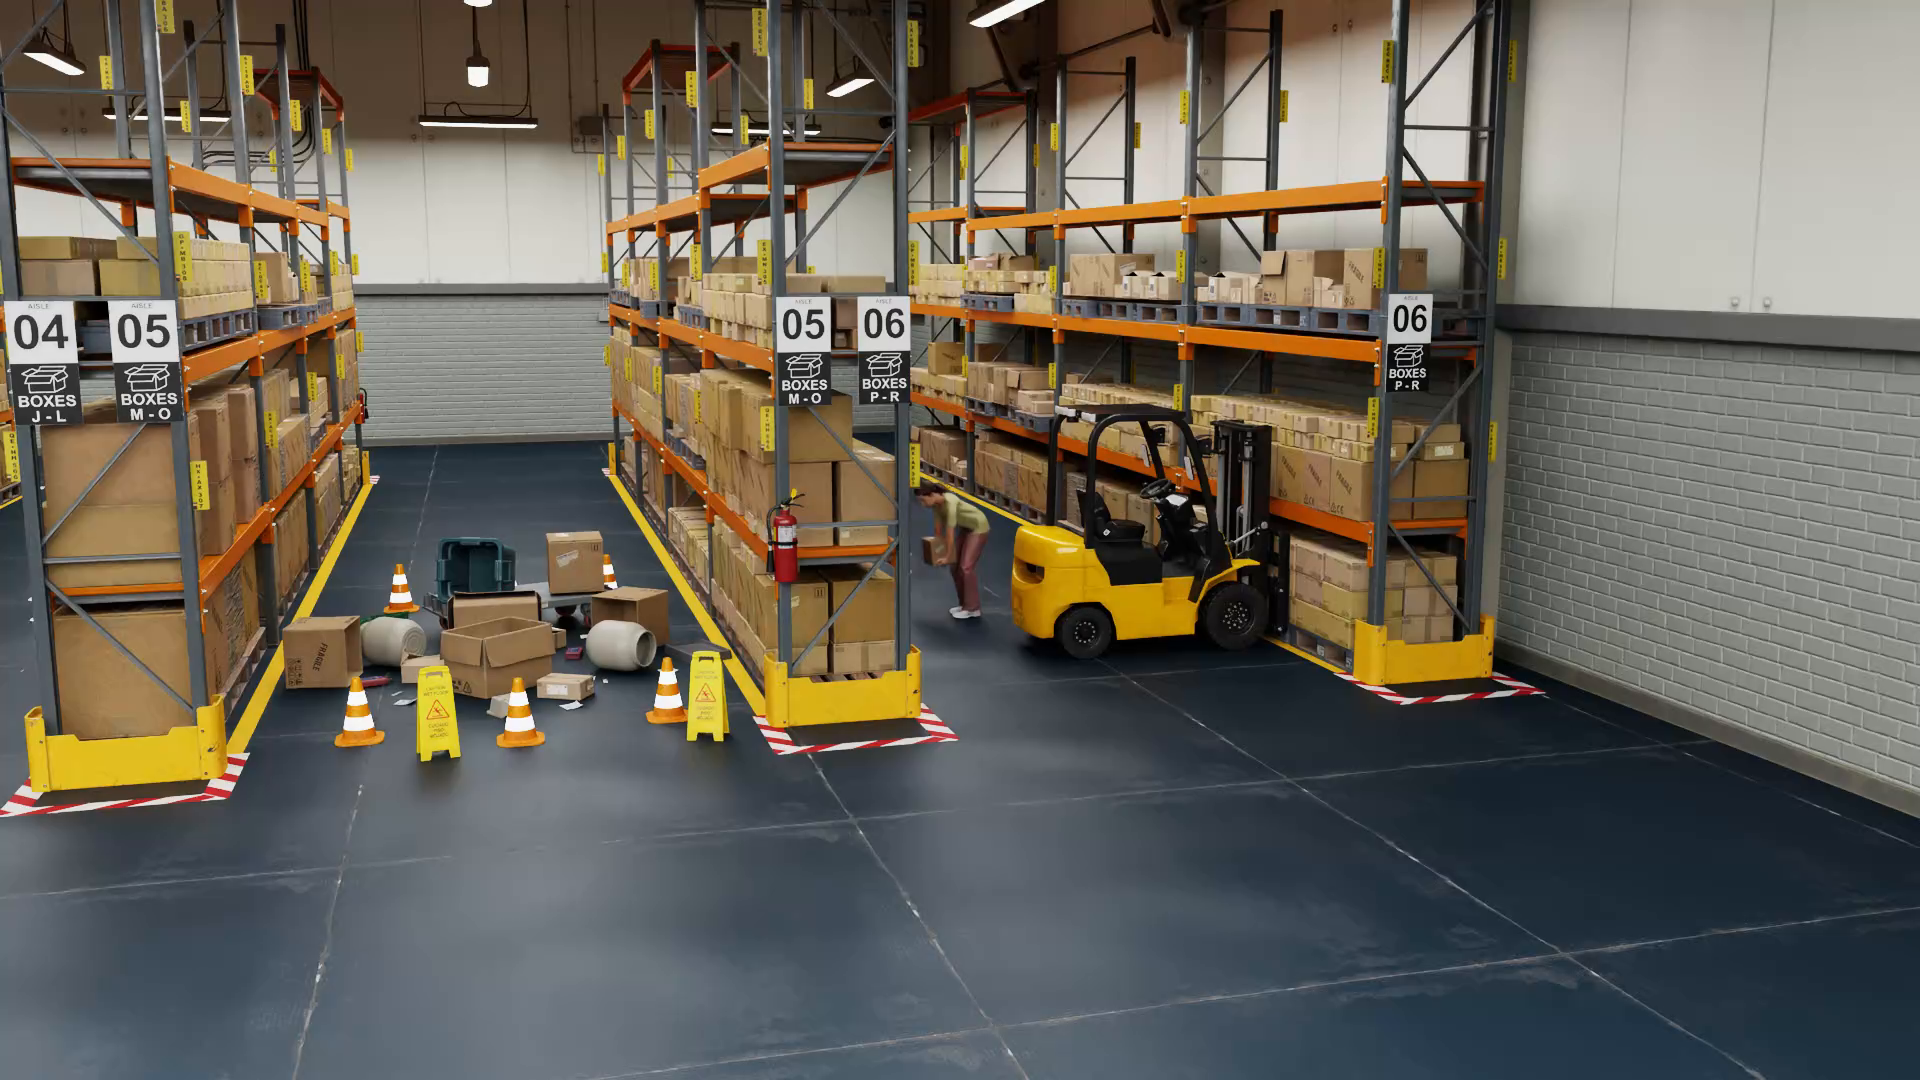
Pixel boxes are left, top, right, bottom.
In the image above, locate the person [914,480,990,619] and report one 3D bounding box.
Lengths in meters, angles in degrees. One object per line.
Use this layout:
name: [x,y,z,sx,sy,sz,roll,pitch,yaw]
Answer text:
person: [-0.086,0.083,16.301,0.777,1.380,0.406,-4,10,-25]
